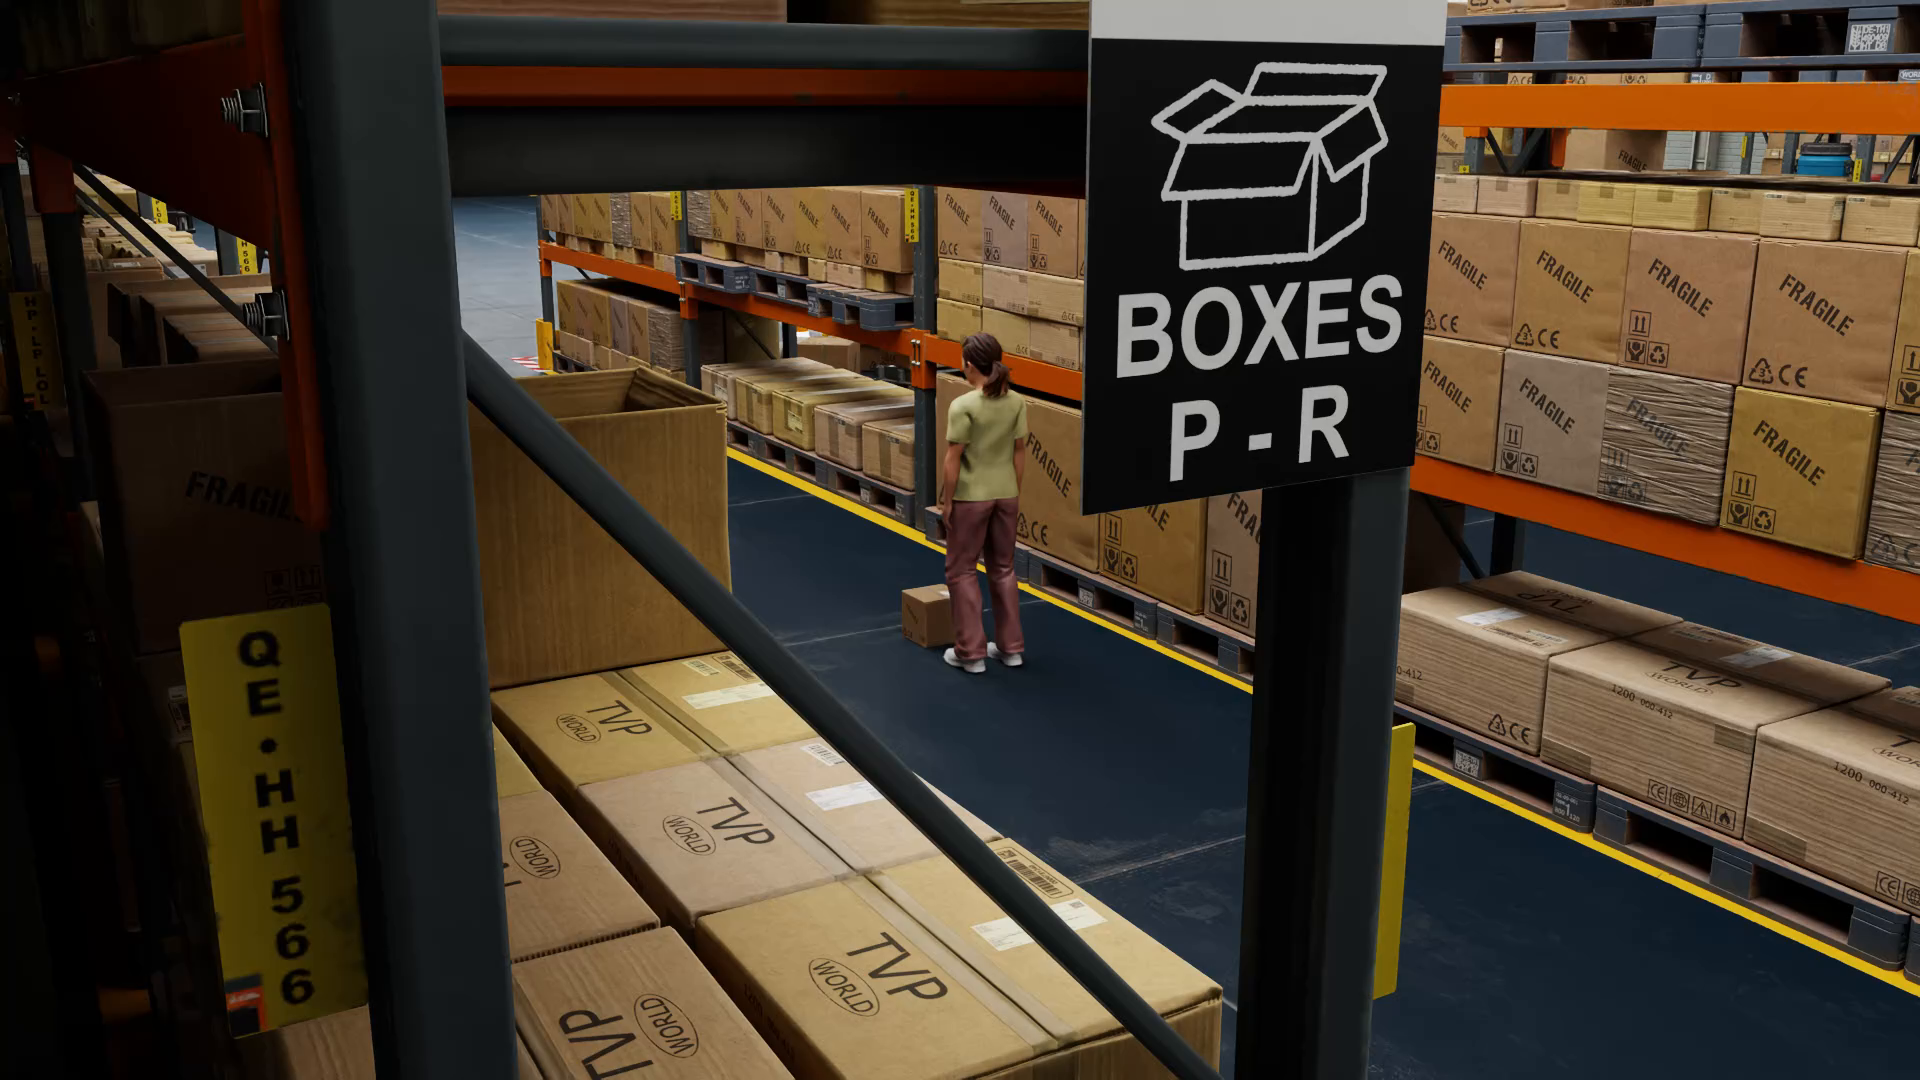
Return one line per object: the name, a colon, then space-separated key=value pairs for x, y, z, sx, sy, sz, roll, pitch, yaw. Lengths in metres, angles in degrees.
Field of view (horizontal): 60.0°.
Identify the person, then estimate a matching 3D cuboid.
person: x=0.112 y=-0.176 z=8.129 sx=0.447 sy=1.674 sz=0.363 roll=-8 pitch=17 yaw=-29
